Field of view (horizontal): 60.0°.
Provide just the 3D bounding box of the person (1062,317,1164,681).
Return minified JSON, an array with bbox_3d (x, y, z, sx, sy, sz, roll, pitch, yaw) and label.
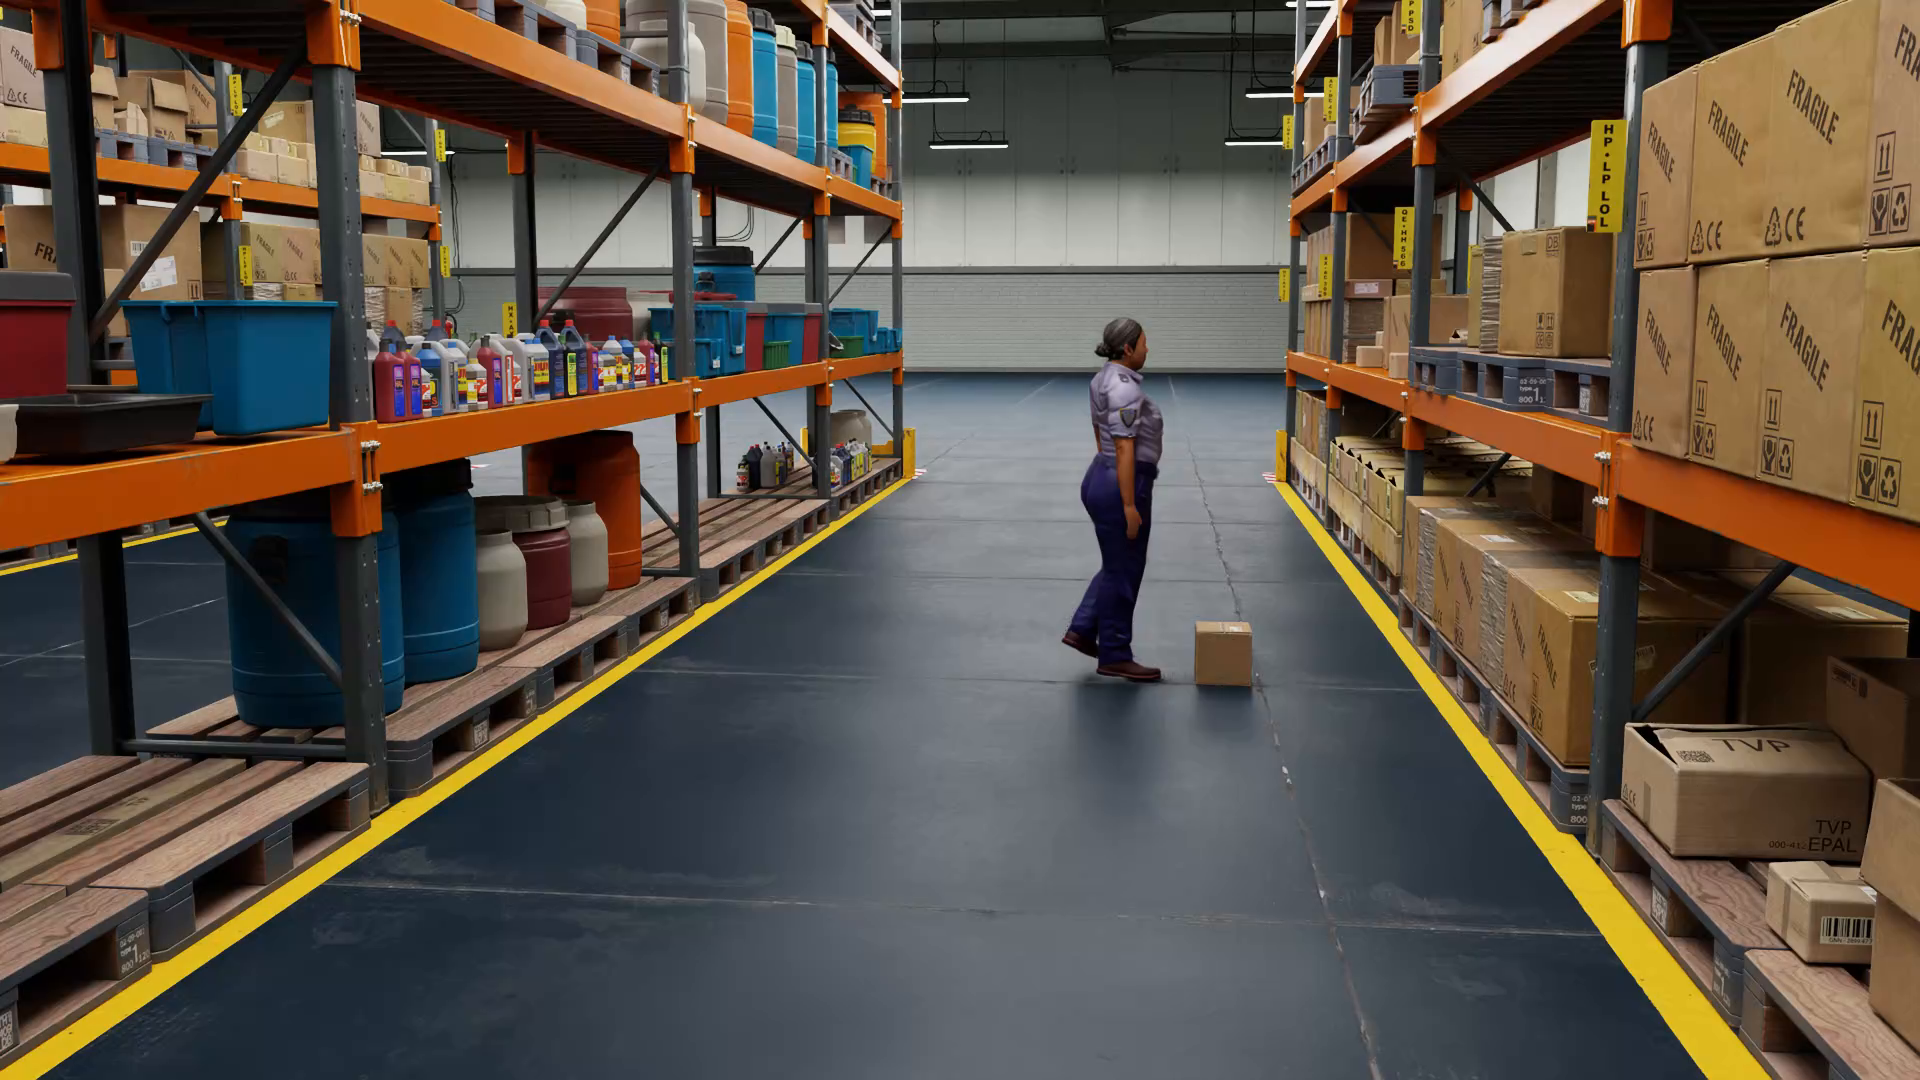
[{"bbox_3d":[0.709,-0.187,7.633,0.433,1.659,0.529,-1,8,-6],"label":"person"}]
